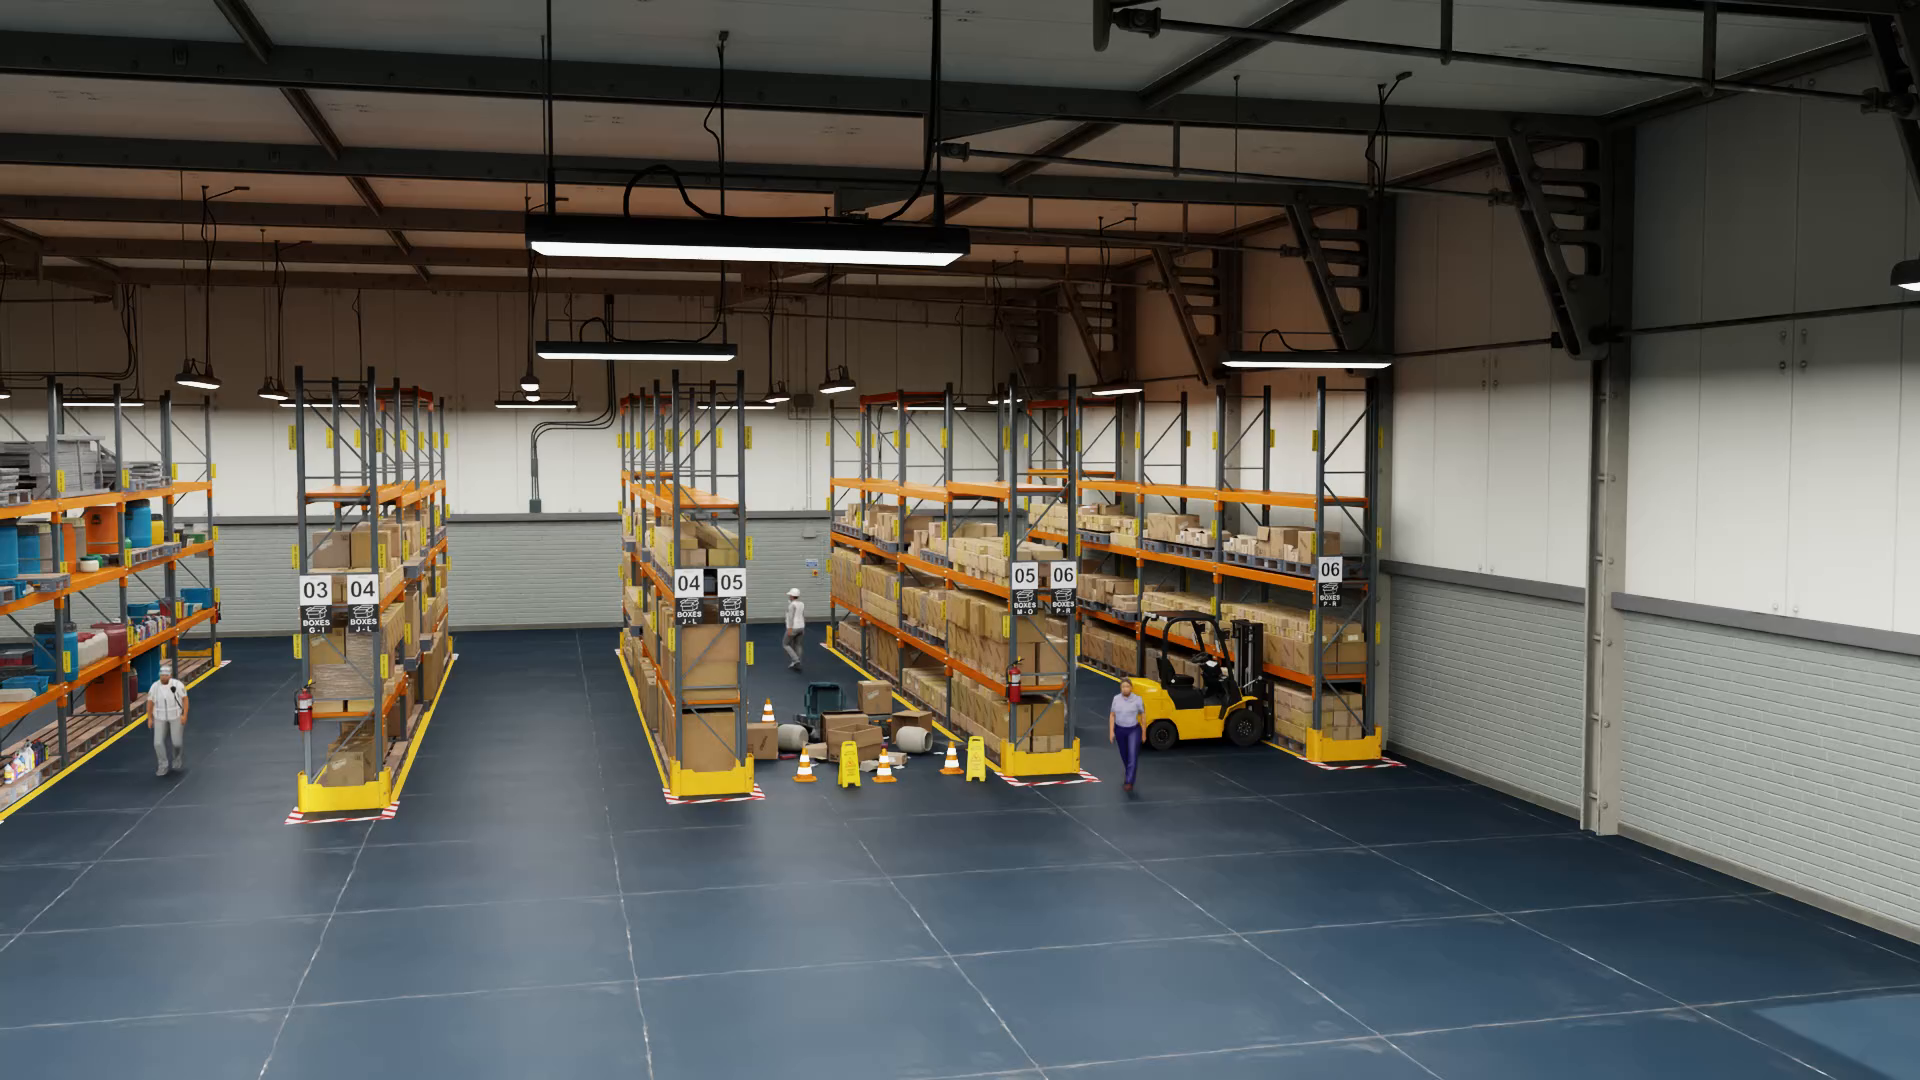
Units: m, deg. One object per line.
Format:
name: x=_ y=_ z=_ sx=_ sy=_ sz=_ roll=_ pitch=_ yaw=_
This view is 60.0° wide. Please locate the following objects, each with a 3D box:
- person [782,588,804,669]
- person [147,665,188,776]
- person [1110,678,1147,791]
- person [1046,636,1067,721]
person: x=-3.598 y=1.942 z=36.417 sx=0.454 sy=1.774 sz=0.573 roll=2 pitch=4 yaw=31
person: x=-11.954 y=2.696 z=25.107 sx=0.571 sy=1.647 sz=0.592 roll=-1 pitch=4 yaw=-14
person: x=2.378 y=2.765 z=23.765 sx=0.504 sy=1.599 sz=1.006 roll=2 pitch=4 yaw=26
person: x=1.715 y=2.478 z=29.838 sx=0.527 sy=1.496 sz=0.728 roll=-1 pitch=4 yaw=-22
